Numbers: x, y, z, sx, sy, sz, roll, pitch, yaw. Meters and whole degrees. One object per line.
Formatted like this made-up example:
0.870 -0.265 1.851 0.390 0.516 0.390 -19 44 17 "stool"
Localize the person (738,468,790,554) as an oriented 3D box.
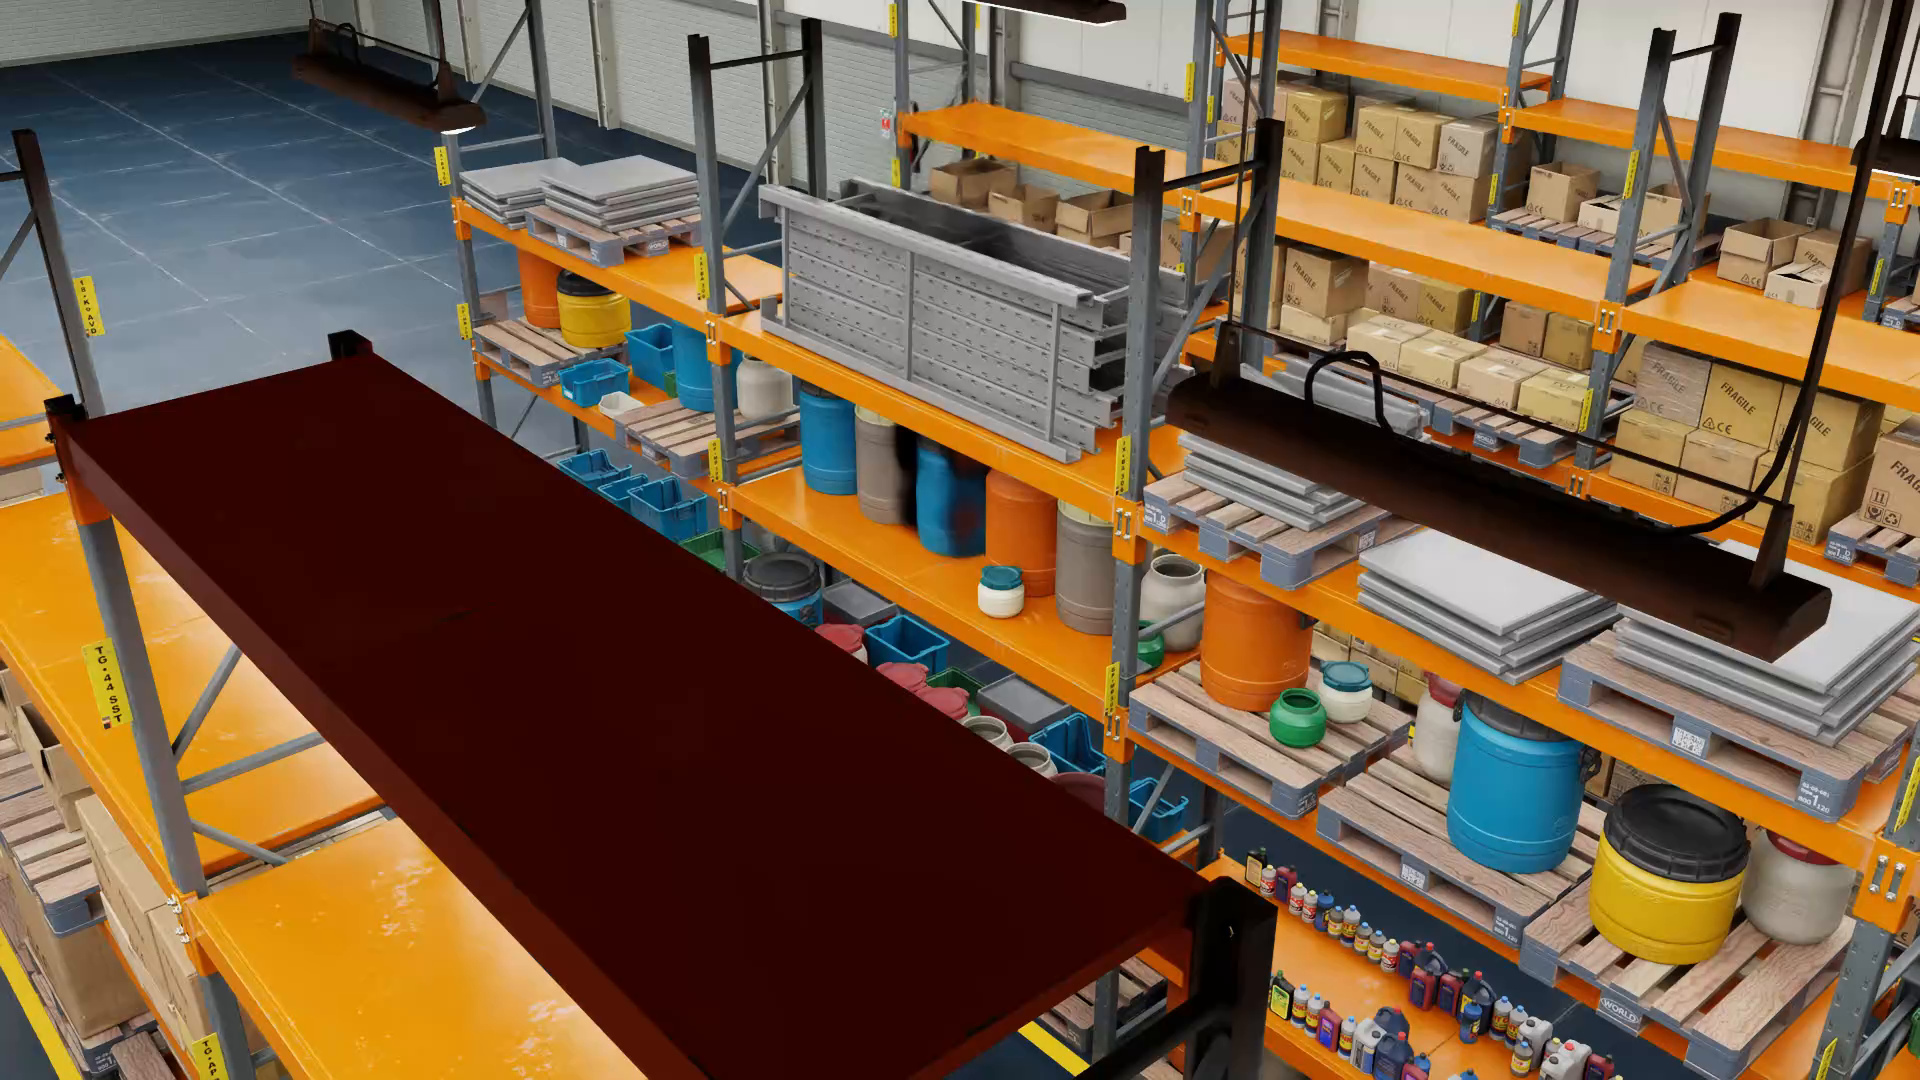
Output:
-1.880 -0.162 16.117 0.574 1.728 0.754 -22 34 -36 "person"
